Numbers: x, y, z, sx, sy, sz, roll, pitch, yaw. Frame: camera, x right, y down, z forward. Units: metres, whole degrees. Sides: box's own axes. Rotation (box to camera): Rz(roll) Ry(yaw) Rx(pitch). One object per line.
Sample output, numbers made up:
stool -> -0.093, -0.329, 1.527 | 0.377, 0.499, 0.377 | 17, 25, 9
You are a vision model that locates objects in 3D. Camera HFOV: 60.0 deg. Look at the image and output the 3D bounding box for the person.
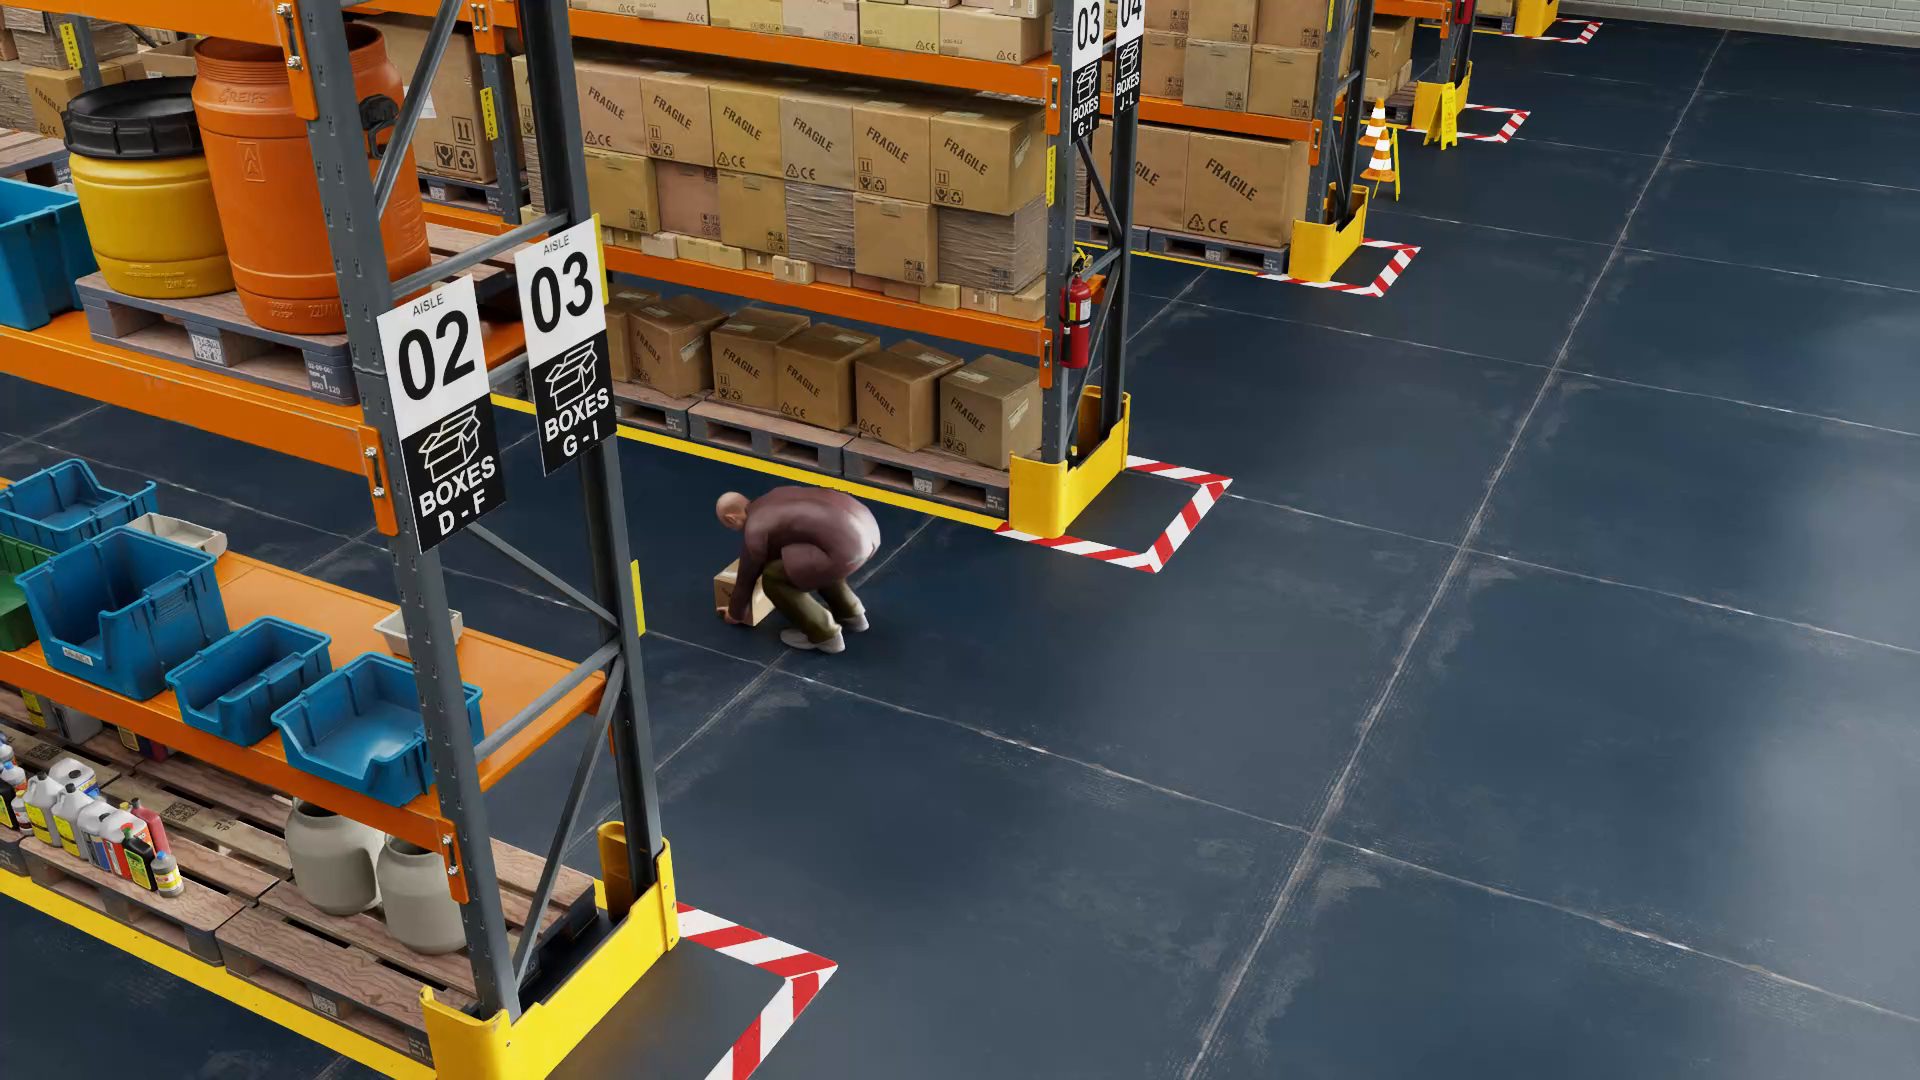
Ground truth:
person -> -0.884, 0.122, 9.051 | 0.955, 0.873, 0.589 | 13, 32, 22
